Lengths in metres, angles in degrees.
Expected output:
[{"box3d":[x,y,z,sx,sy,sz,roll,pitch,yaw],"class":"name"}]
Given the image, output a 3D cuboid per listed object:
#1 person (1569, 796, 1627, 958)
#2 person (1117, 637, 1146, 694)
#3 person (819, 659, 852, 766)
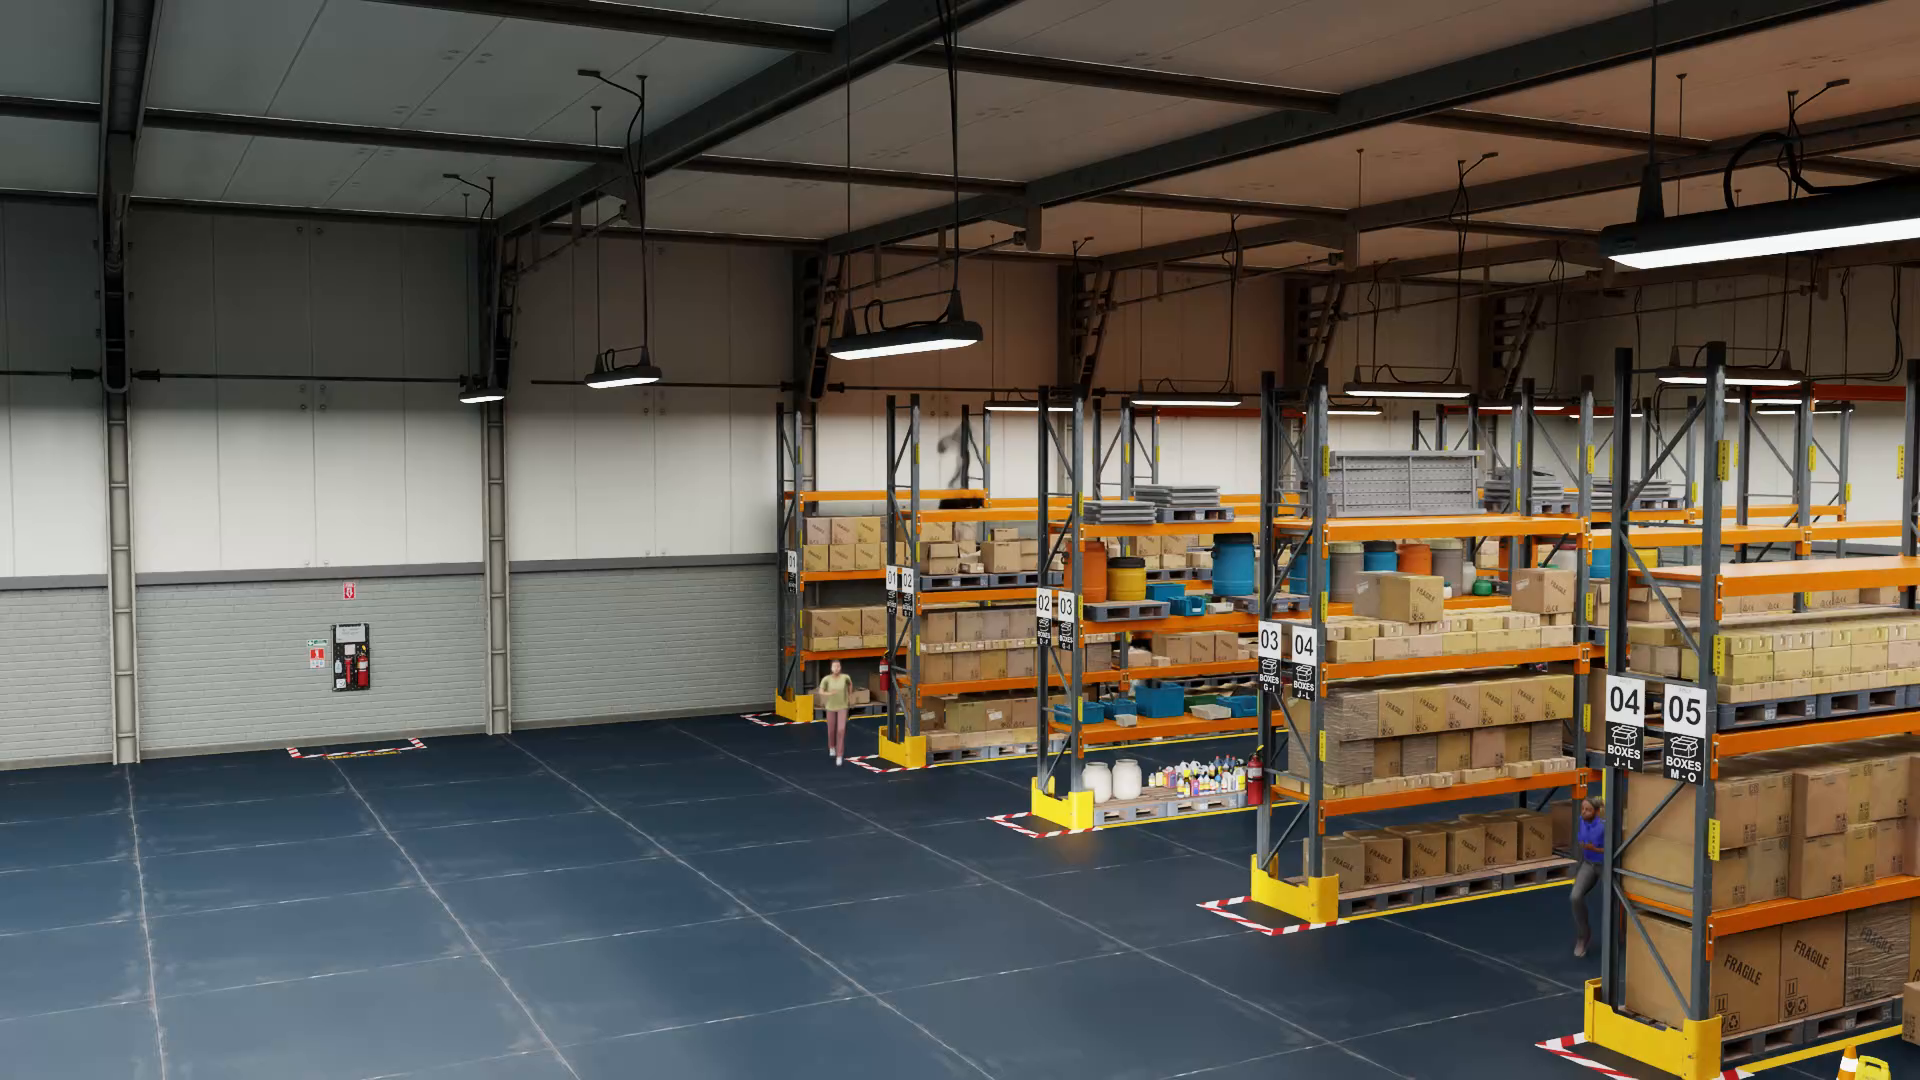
[{"box3d":[6.528,3.404,16.926,0.900,1.650,0.571,-3,4,-40],"class":"person"},{"box3d":[3.187,2.606,31.049,0.693,1.692,0.766,-1,3,-18],"class":"person"},{"box3d":[-2.025,2.768,27.101,0.562,1.677,0.948,0,3,-7],"class":"person"}]
